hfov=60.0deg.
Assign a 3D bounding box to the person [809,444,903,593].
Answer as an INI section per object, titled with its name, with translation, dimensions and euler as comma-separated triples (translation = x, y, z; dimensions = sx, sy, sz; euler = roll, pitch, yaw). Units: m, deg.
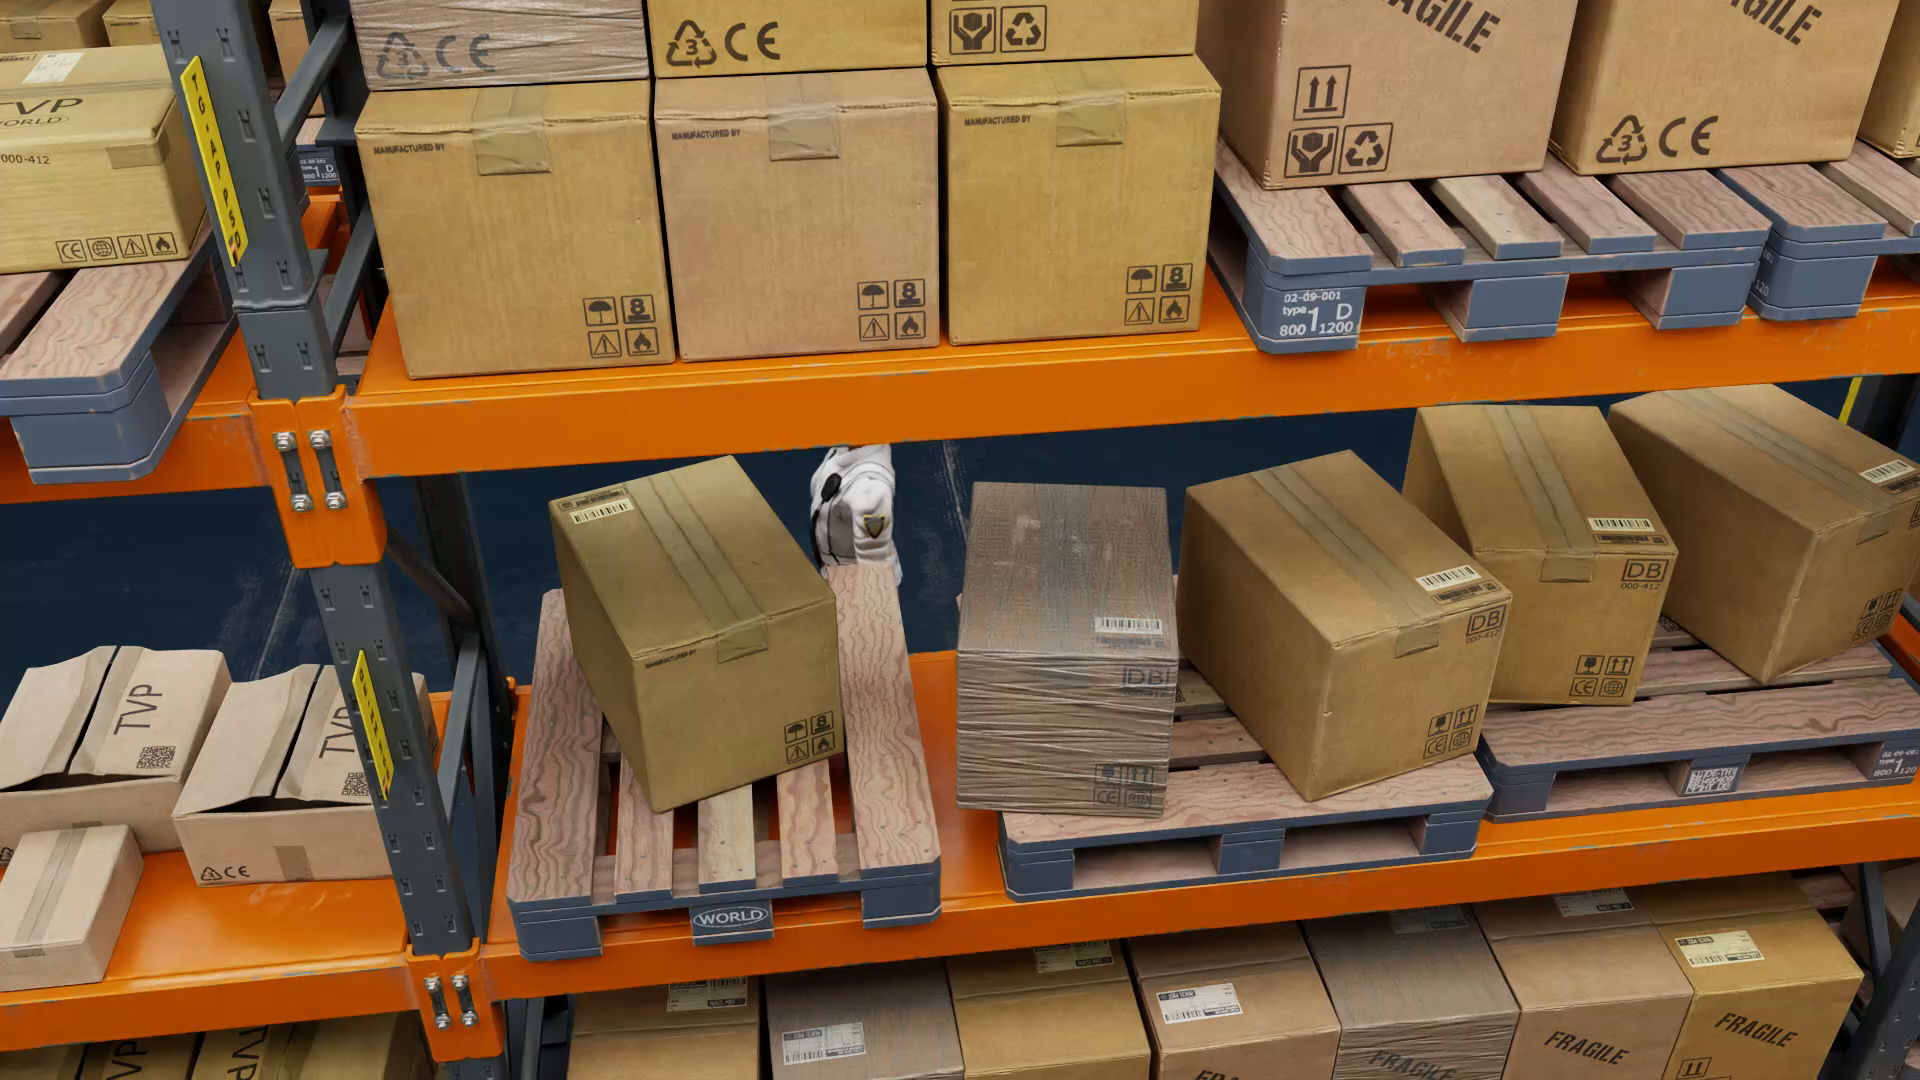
[person]
translation = -0.384, 0.179, 5.913
dimensions = 0.389, 1.737, 0.517
euler = -4, 35, -6
